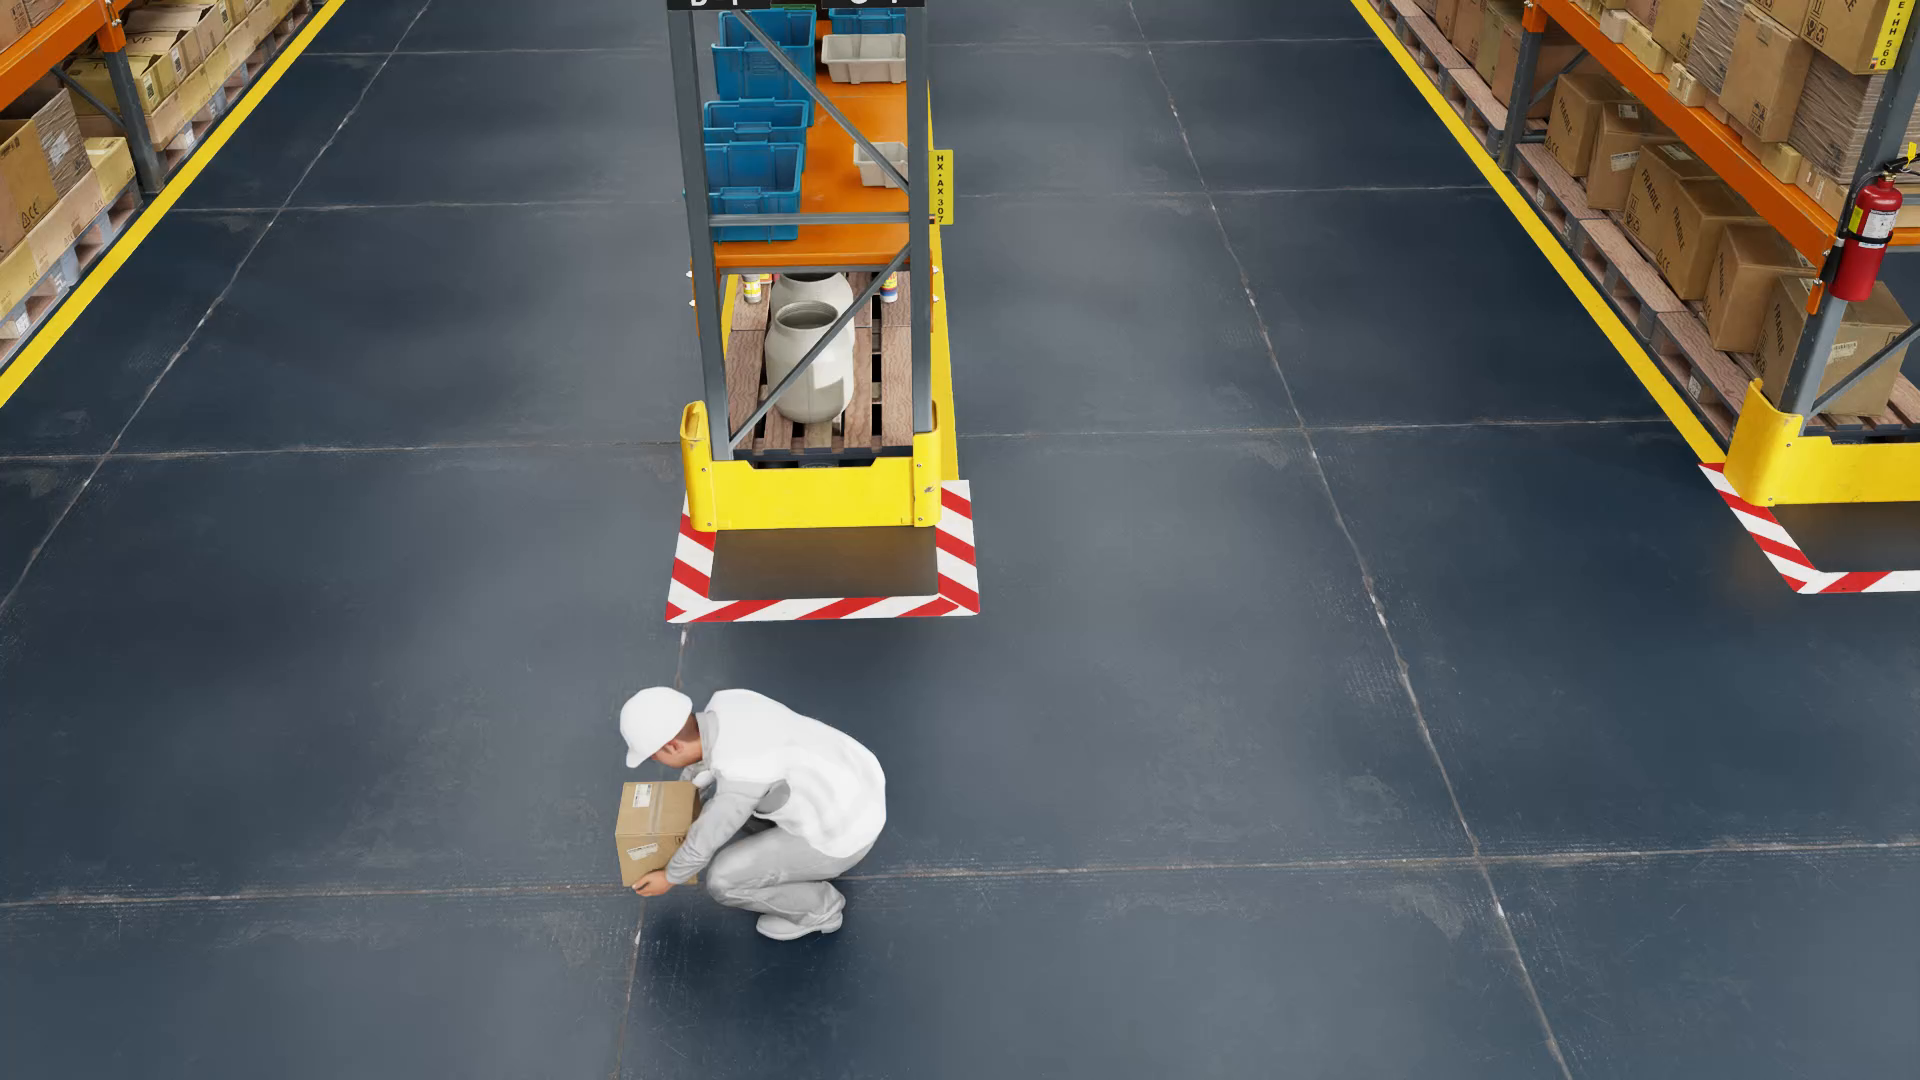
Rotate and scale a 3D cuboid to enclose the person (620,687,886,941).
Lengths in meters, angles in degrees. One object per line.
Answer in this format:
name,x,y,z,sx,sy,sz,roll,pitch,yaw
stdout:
person,-0.682,0.860,5.571,0.864,1.007,0.535,-1,35,-2
